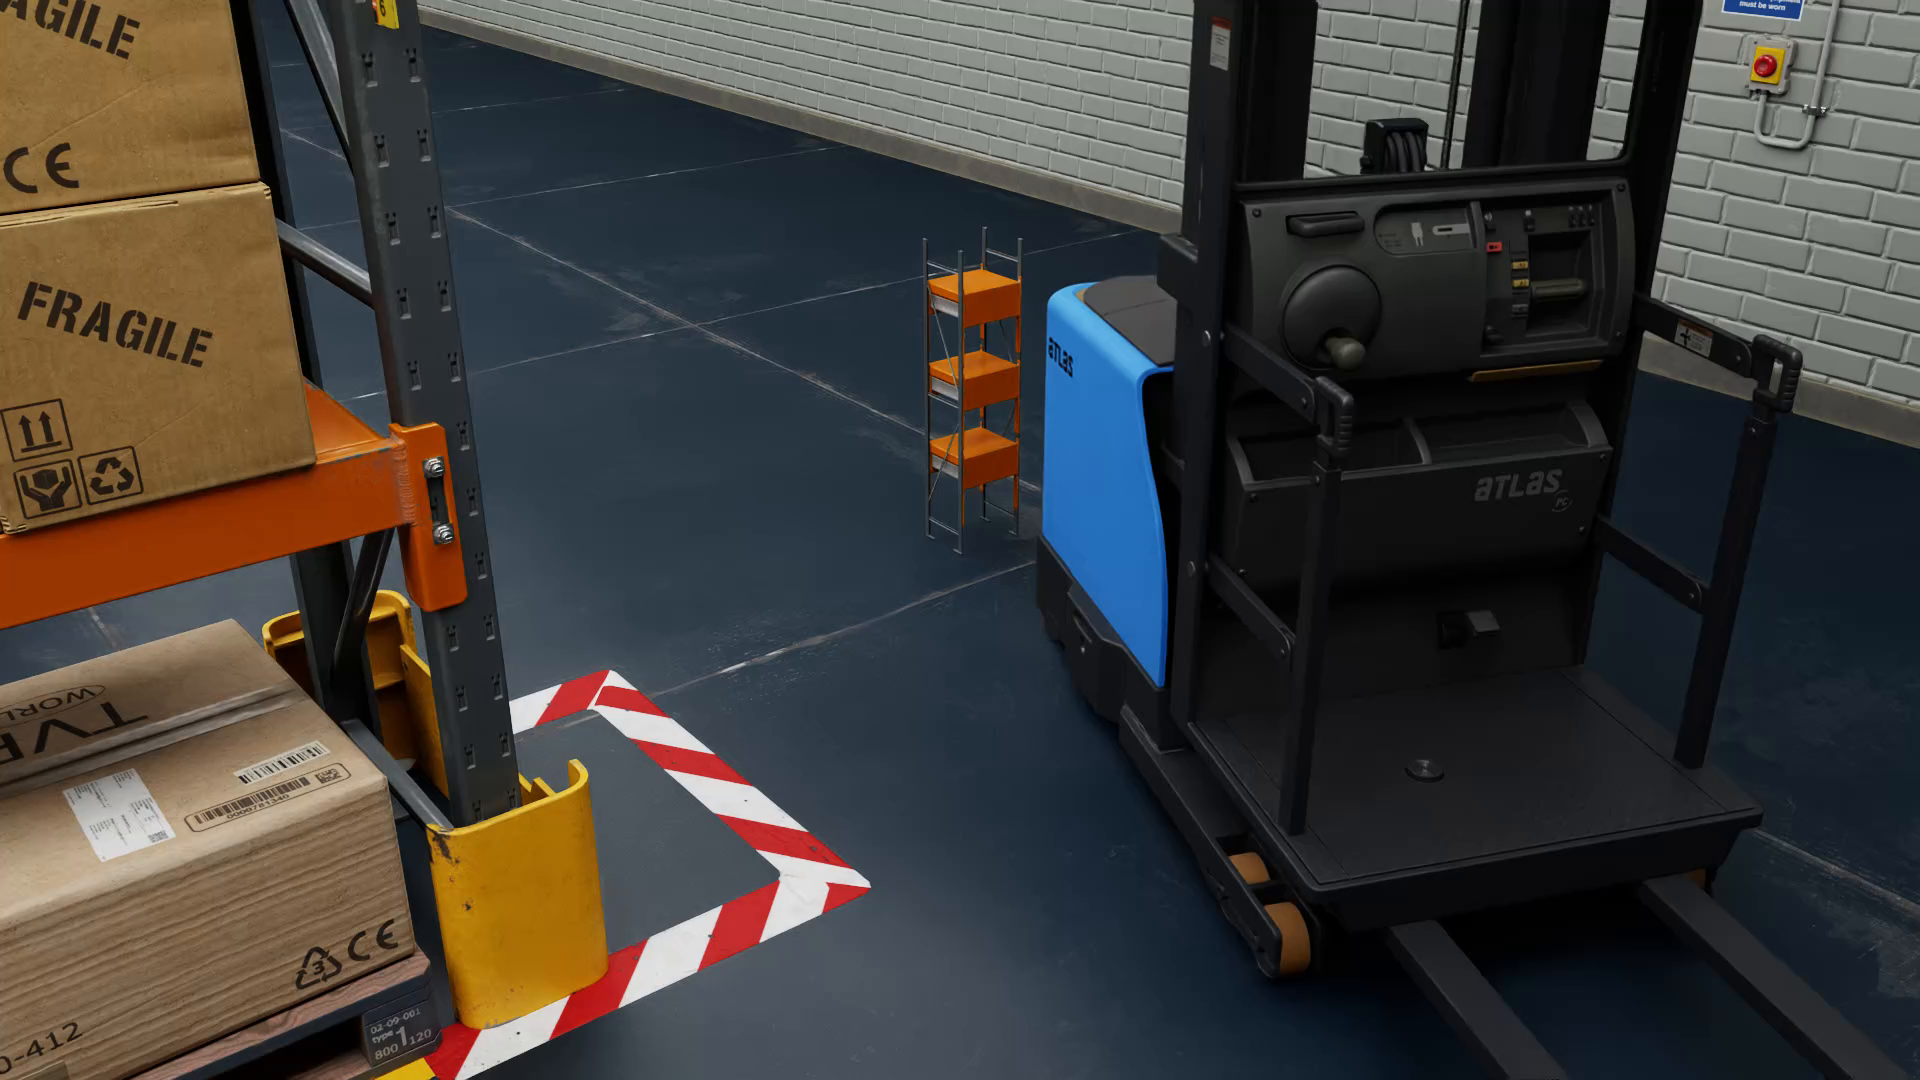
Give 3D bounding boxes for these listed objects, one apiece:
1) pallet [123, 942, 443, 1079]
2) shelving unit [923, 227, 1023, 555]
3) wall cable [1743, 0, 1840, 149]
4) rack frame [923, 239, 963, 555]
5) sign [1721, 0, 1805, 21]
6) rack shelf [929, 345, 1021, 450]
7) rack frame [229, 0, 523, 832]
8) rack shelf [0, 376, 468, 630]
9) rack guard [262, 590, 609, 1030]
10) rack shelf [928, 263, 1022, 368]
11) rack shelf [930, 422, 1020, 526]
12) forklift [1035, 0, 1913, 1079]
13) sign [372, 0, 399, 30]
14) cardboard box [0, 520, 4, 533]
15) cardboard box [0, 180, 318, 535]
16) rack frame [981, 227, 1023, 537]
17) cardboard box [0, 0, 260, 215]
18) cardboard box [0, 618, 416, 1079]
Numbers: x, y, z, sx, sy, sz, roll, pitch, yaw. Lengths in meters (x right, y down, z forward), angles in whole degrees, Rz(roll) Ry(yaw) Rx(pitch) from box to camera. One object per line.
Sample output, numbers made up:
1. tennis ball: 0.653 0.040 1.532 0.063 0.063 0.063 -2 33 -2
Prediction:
1. pallet: -1.850 0.953 3.445 1.213 0.211 1.003 -18 31 -34
2. shelving unit: 0.042 -0.490 5.559 0.252 1.050 0.215 -18 31 -34
3. wall cable: 3.153 -2.493 6.314 0.123 1.953 0.585 -18 31 -34
4. rack frame: -0.054 -0.458 5.491 0.008 1.050 0.200 -18 31 -34
5. sign: 3.172 -2.172 6.546 0.001 0.218 0.327 -18 31 -34
6. rack shelf: 0.042 -0.481 5.563 0.240 0.259 0.215 -18 31 -34
7. rack frame: -1.269 -0.545 3.362 0.127 3.000 1.000 -18 31 -34
8. rack shelf: -2.843 0.301 2.394 4.000 0.370 1.077 -18 31 -34
9. rack guard: -1.250 0.582 3.901 0.348 0.500 1.175 -18 31 -34
10. rack shelf: 0.042 -0.738 5.444 0.240 0.259 0.215 -18 31 -34
11. rack shelf: 0.042 -0.228 5.680 0.240 0.259 0.215 -18 31 -34
12. forklift: 1.114 -0.546 3.445 1.130 2.935 3.031 -7 26 -14
13. sign: -0.945 -0.995 2.673 0.005 0.325 0.100 -18 31 -34
14. cardboard box: -1.890 -0.252 2.612 0.500 0.500 0.500 -19 31 -35
15. cardboard box: -1.486 -0.378 2.882 0.500 0.500 0.500 -18 30 -34
16. rack frame: 0.138 -0.522 5.627 0.008 1.050 0.200 -18 31 -34
17. cardboard box: -1.502 -0.840 2.690 0.500 0.500 0.500 -17 30 -32
18. cardboard box: -1.727 0.631 3.372 0.875 0.438 0.875 -19 31 -36
